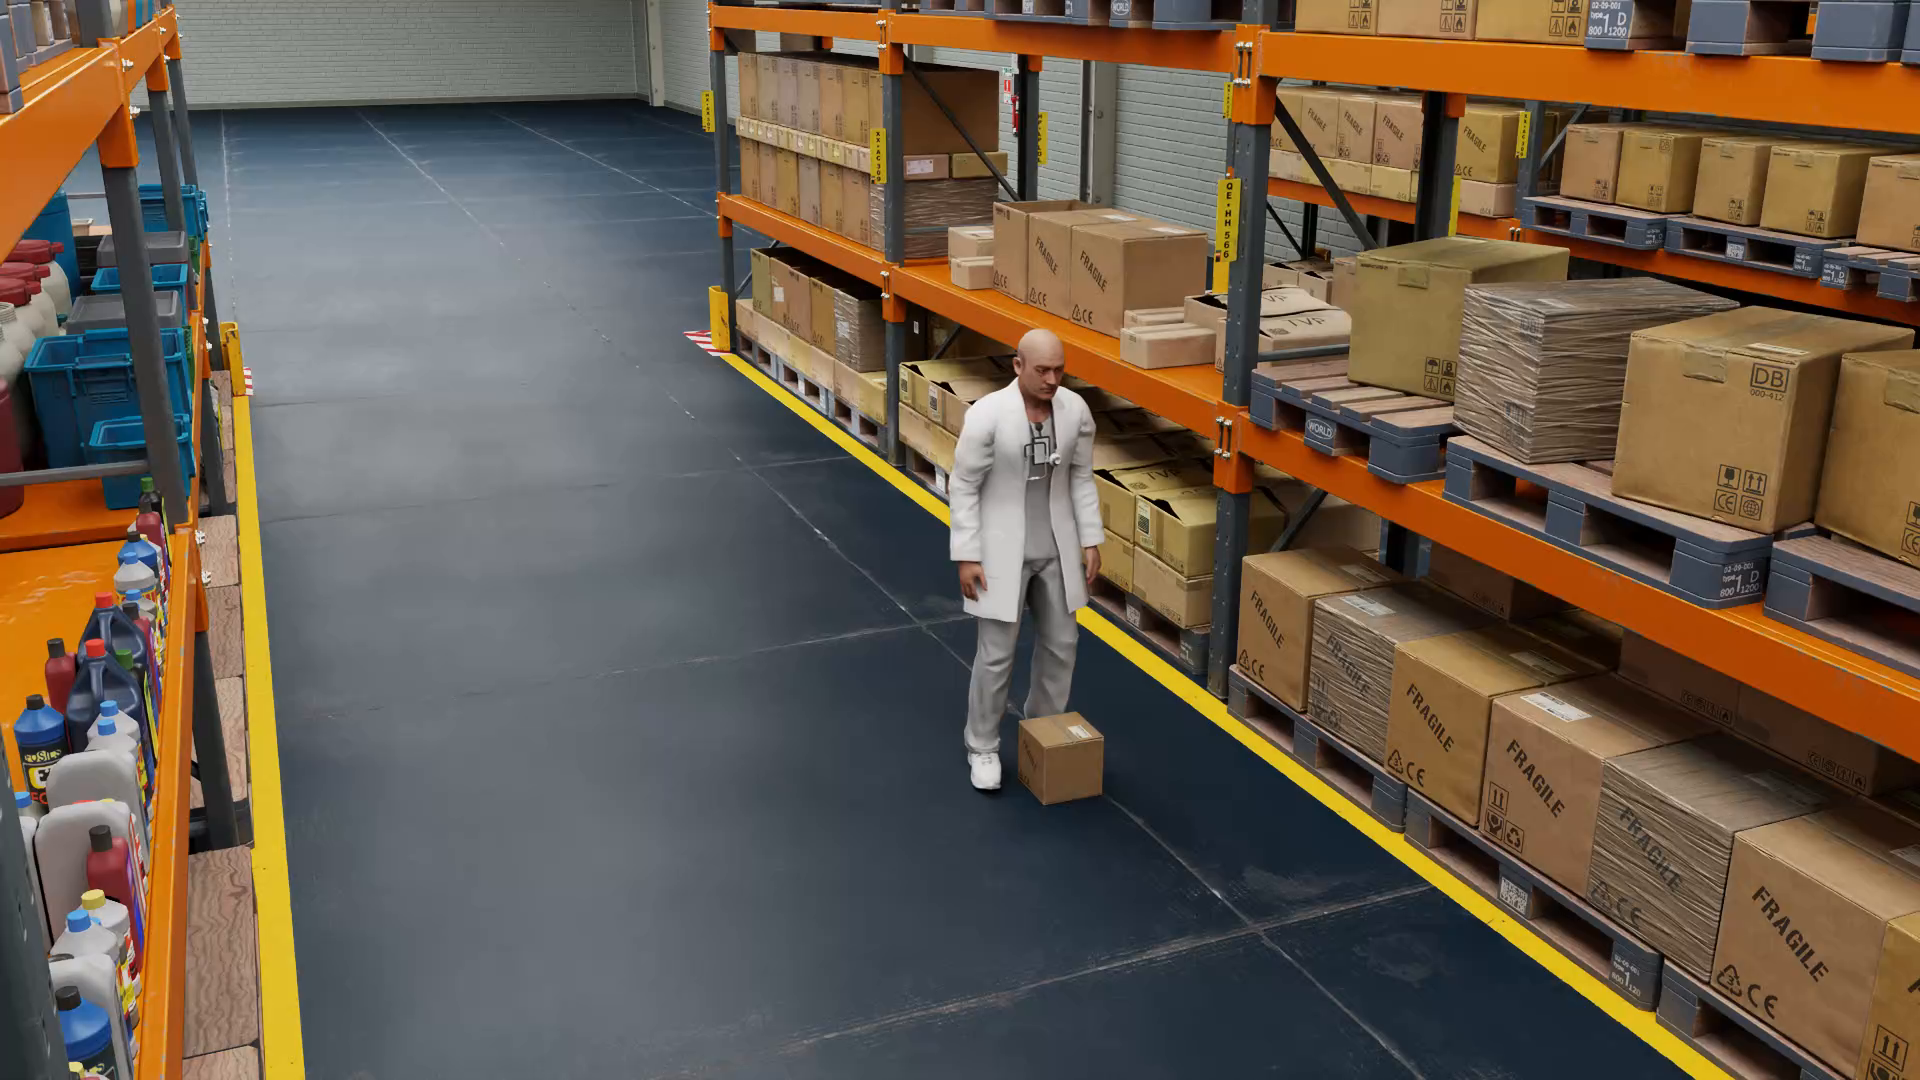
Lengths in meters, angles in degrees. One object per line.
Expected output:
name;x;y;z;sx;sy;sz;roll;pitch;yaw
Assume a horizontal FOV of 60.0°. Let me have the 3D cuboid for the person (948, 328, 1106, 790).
person;0.263;0.057;6.415;0.644;1.774;0.428;-8;20;-22
